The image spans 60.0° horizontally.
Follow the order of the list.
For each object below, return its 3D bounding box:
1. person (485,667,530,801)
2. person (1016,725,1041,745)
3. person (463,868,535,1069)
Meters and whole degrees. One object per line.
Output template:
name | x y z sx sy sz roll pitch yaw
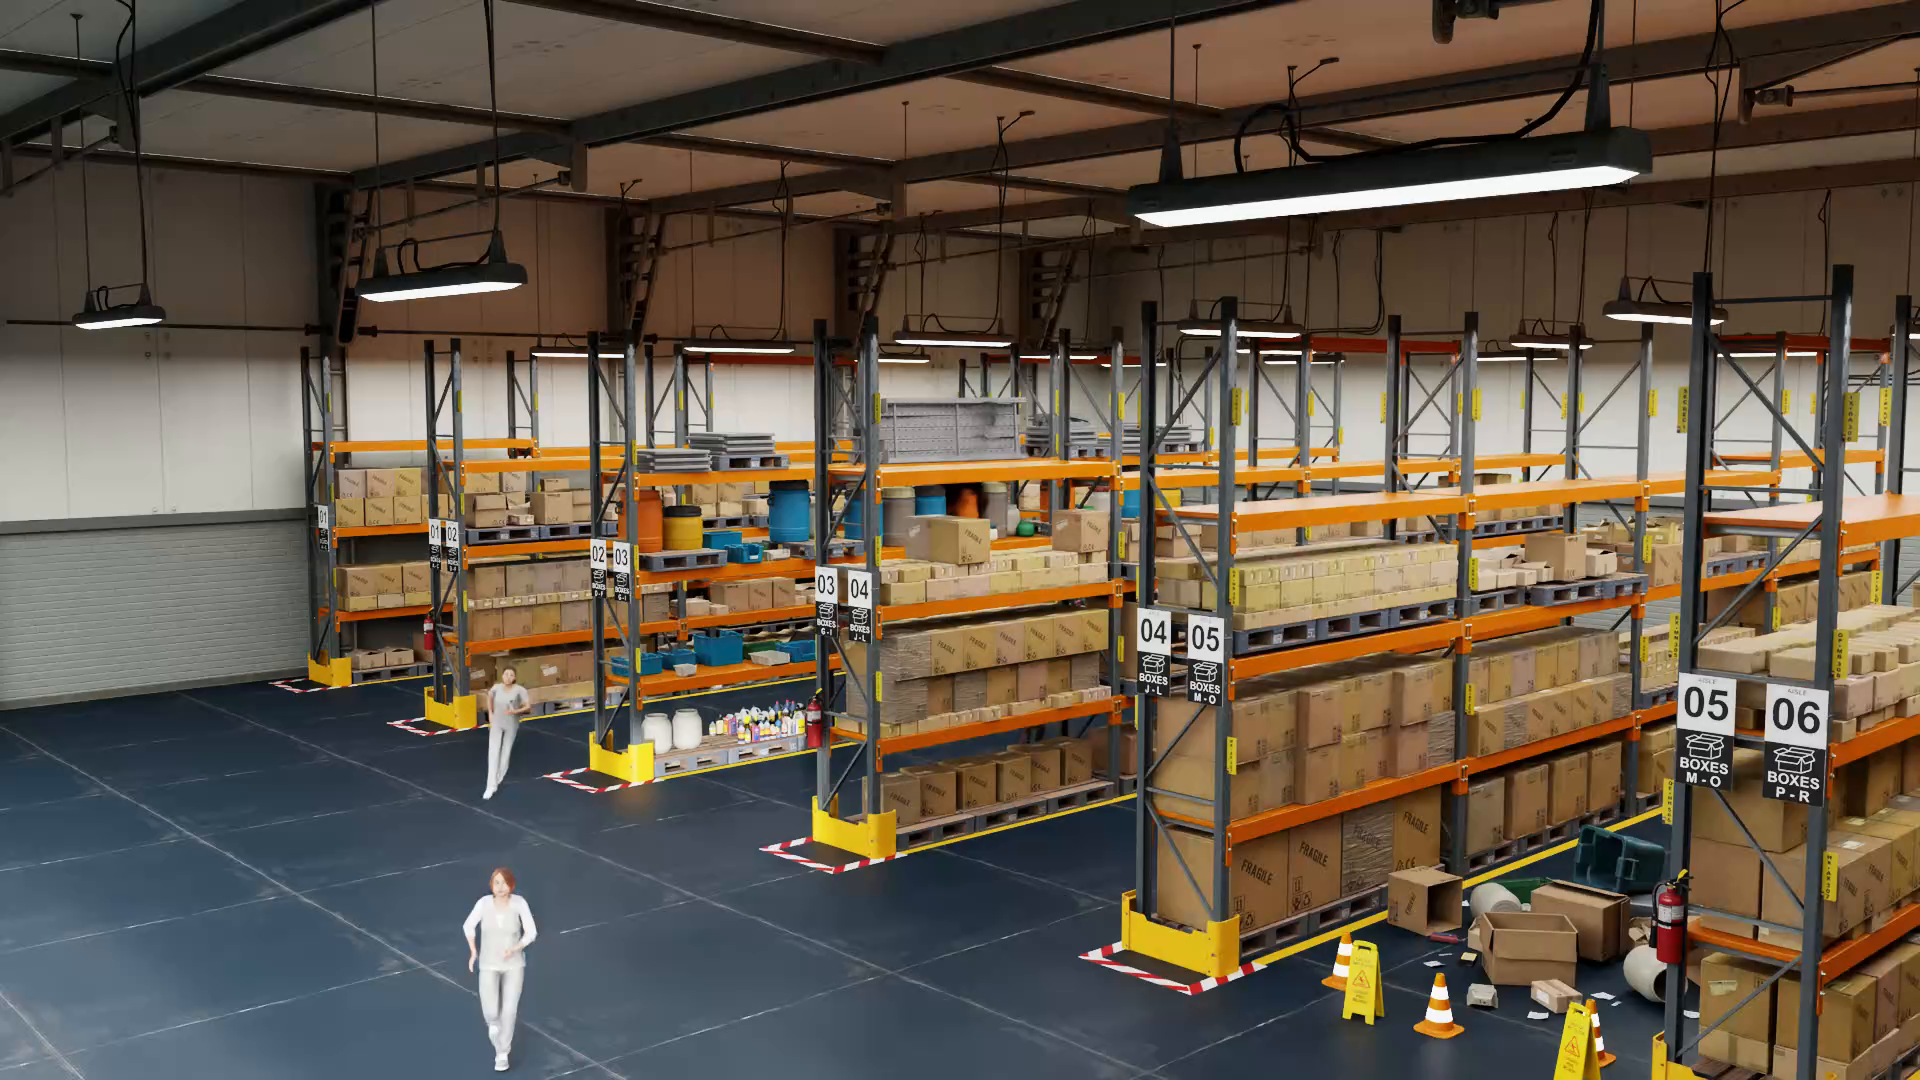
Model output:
person | -5.856 2.452 21.531 0.577 1.662 0.934 -1 5 -8
person | 0.975 2.192 24.102 0.648 1.709 0.934 4 6 35
person | -3.498 3.271 12.618 0.533 1.562 0.552 -1 5 -14
